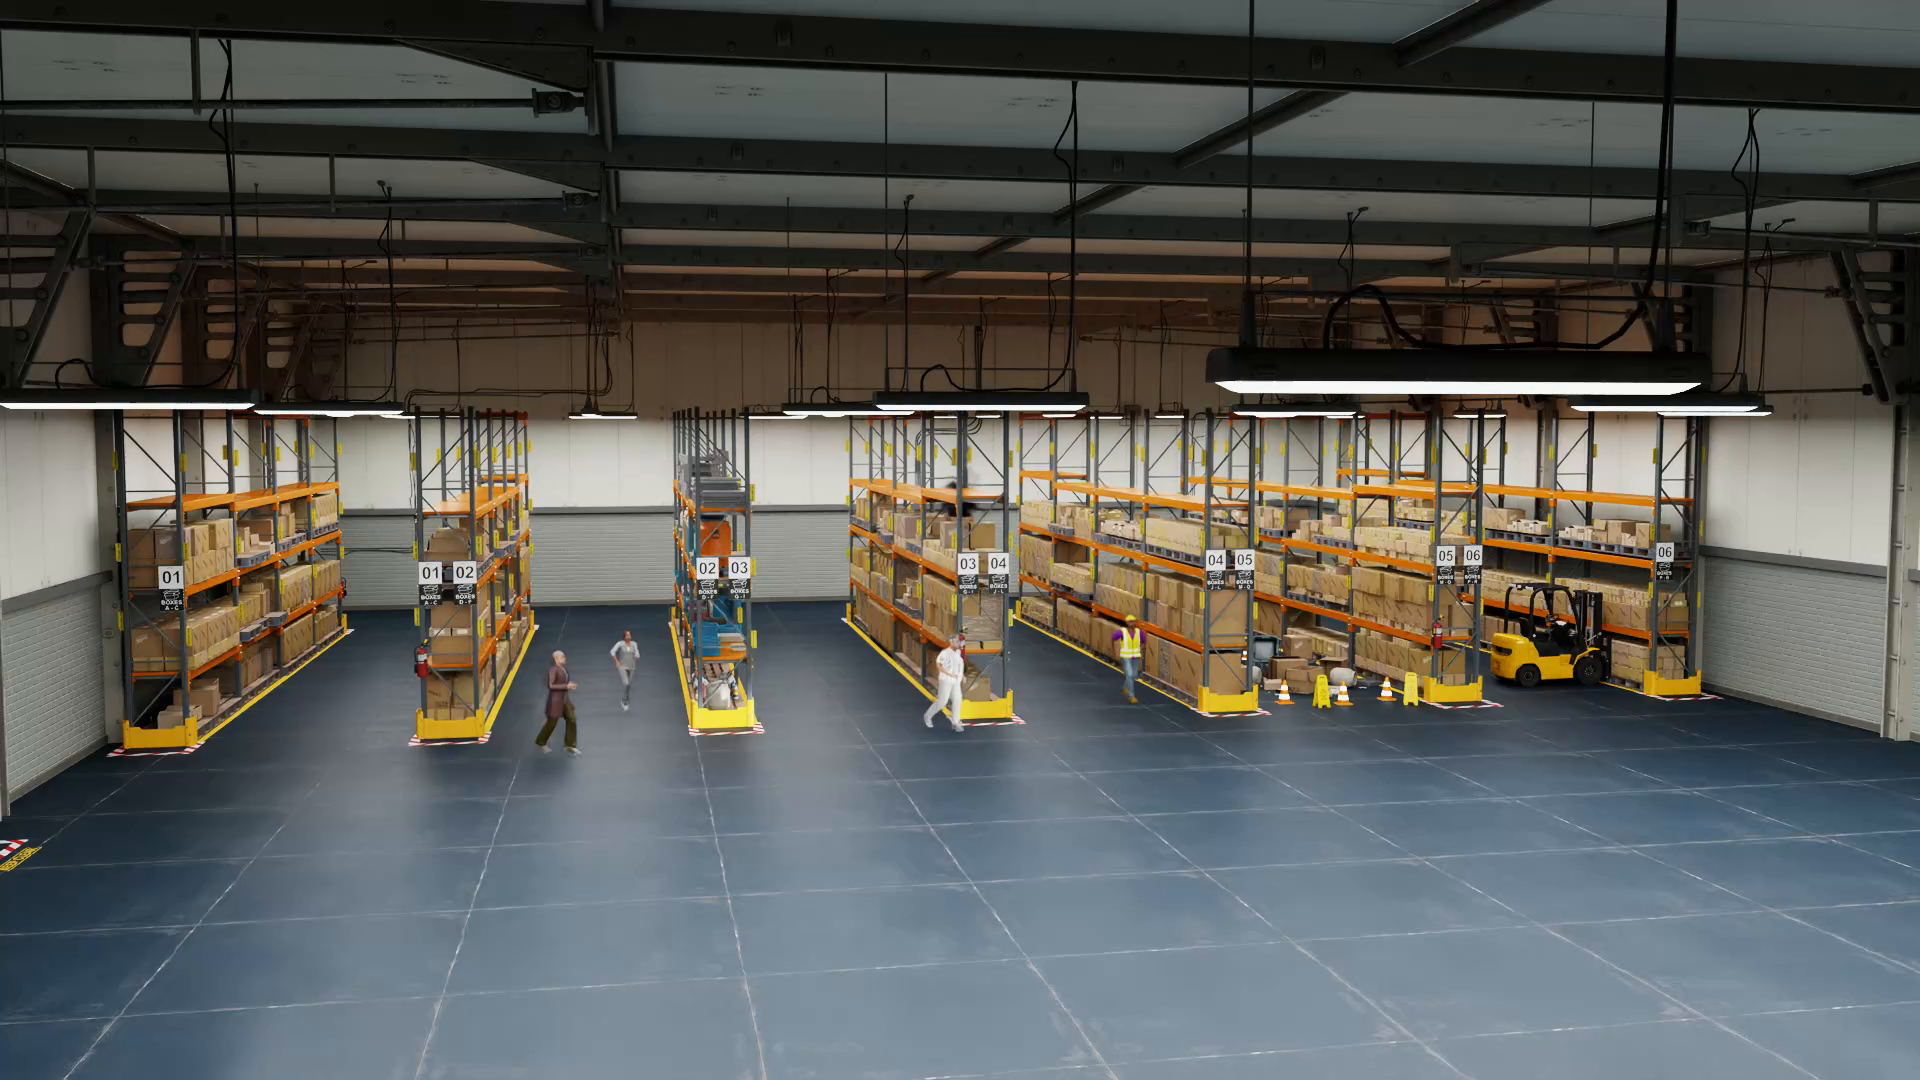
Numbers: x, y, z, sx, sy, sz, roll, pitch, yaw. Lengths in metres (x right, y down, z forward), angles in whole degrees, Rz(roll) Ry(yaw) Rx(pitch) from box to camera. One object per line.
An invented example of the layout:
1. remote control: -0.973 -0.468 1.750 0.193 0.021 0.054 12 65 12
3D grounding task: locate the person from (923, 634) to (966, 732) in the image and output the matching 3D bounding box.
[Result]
1. person: -0.162 2.636 30.978 0.899 1.761 0.738 4 6 42

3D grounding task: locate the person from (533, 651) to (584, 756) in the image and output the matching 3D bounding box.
1. person: -6.910 2.808 28.457 0.880 1.835 0.688 1 4 16

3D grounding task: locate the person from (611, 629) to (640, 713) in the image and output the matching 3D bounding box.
1. person: -6.596 2.589 32.918 0.519 1.640 0.722 -2 5 -31

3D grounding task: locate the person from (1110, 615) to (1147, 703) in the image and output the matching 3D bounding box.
1. person: 3.476 2.394 33.940 0.715 1.749 0.988 -1 4 -15
